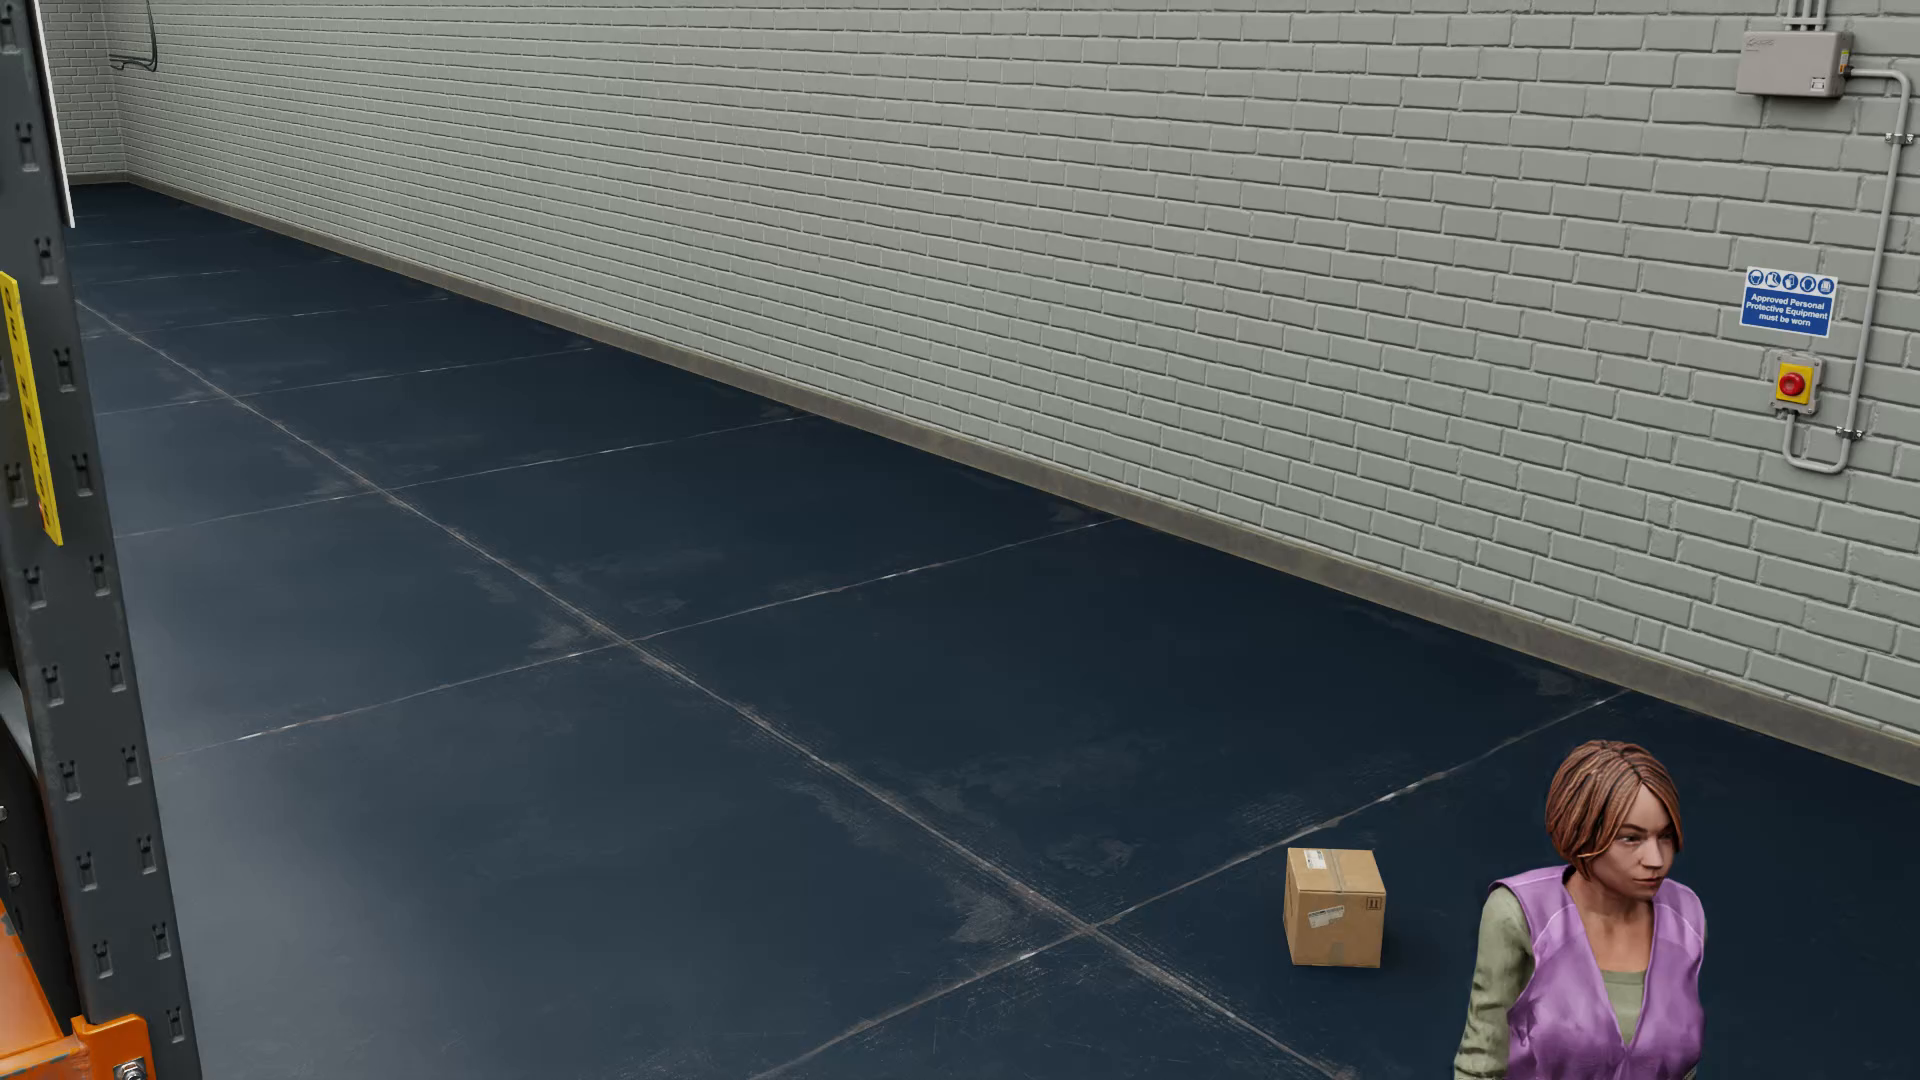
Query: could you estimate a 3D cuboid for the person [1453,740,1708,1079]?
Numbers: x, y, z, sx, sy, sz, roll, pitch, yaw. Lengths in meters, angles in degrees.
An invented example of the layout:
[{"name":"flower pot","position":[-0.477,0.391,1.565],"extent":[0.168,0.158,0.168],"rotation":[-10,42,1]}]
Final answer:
[{"name":"person","position":[0.987,1.052,2.763],"extent":[0.419,1.579,0.661],"rotation":[0,18,-1]}]
